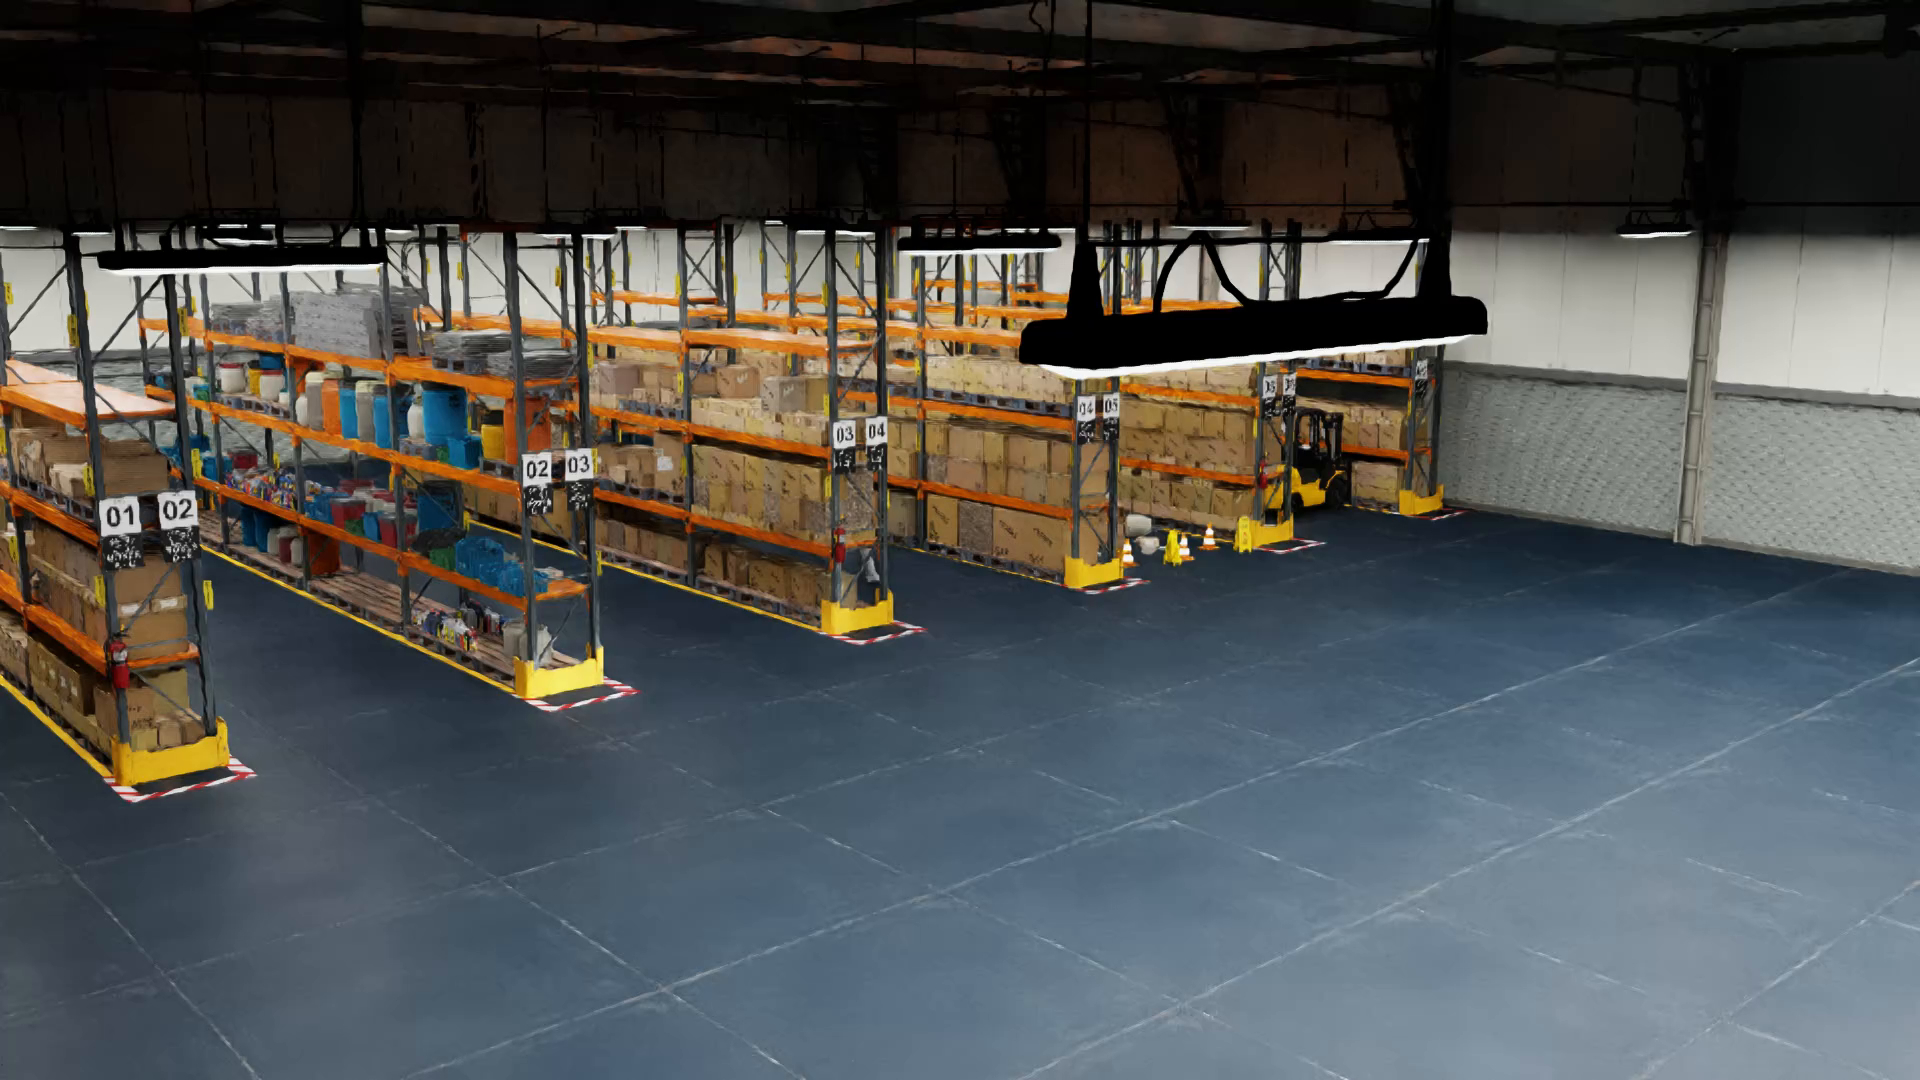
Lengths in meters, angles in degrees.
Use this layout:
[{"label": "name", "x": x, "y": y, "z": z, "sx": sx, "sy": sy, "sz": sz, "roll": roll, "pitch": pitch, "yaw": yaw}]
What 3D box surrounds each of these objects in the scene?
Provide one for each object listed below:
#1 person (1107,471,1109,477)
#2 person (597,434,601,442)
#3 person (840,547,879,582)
[{"label": "person", "x": 3.387, "y": -2.335, "z": 39.256, "sx": 0.467, "sy": 1.640, "sz": 0.520, "roll": -2, "pitch": 12, "yaw": -10}, {"label": "person", "x": -7.447, "y": -1.348, "z": 34.254, "sx": 0.538, "sy": 1.679, "sz": 0.408, "roll": 4, "pitch": 12, "yaw": 18}, {"label": "person", "x": -1.797, "y": -0.153, "z": 28.240, "sx": 0.598, "sy": 1.698, "sz": 1.193, "roll": -9, "pitch": 14, "yaw": -38}]
